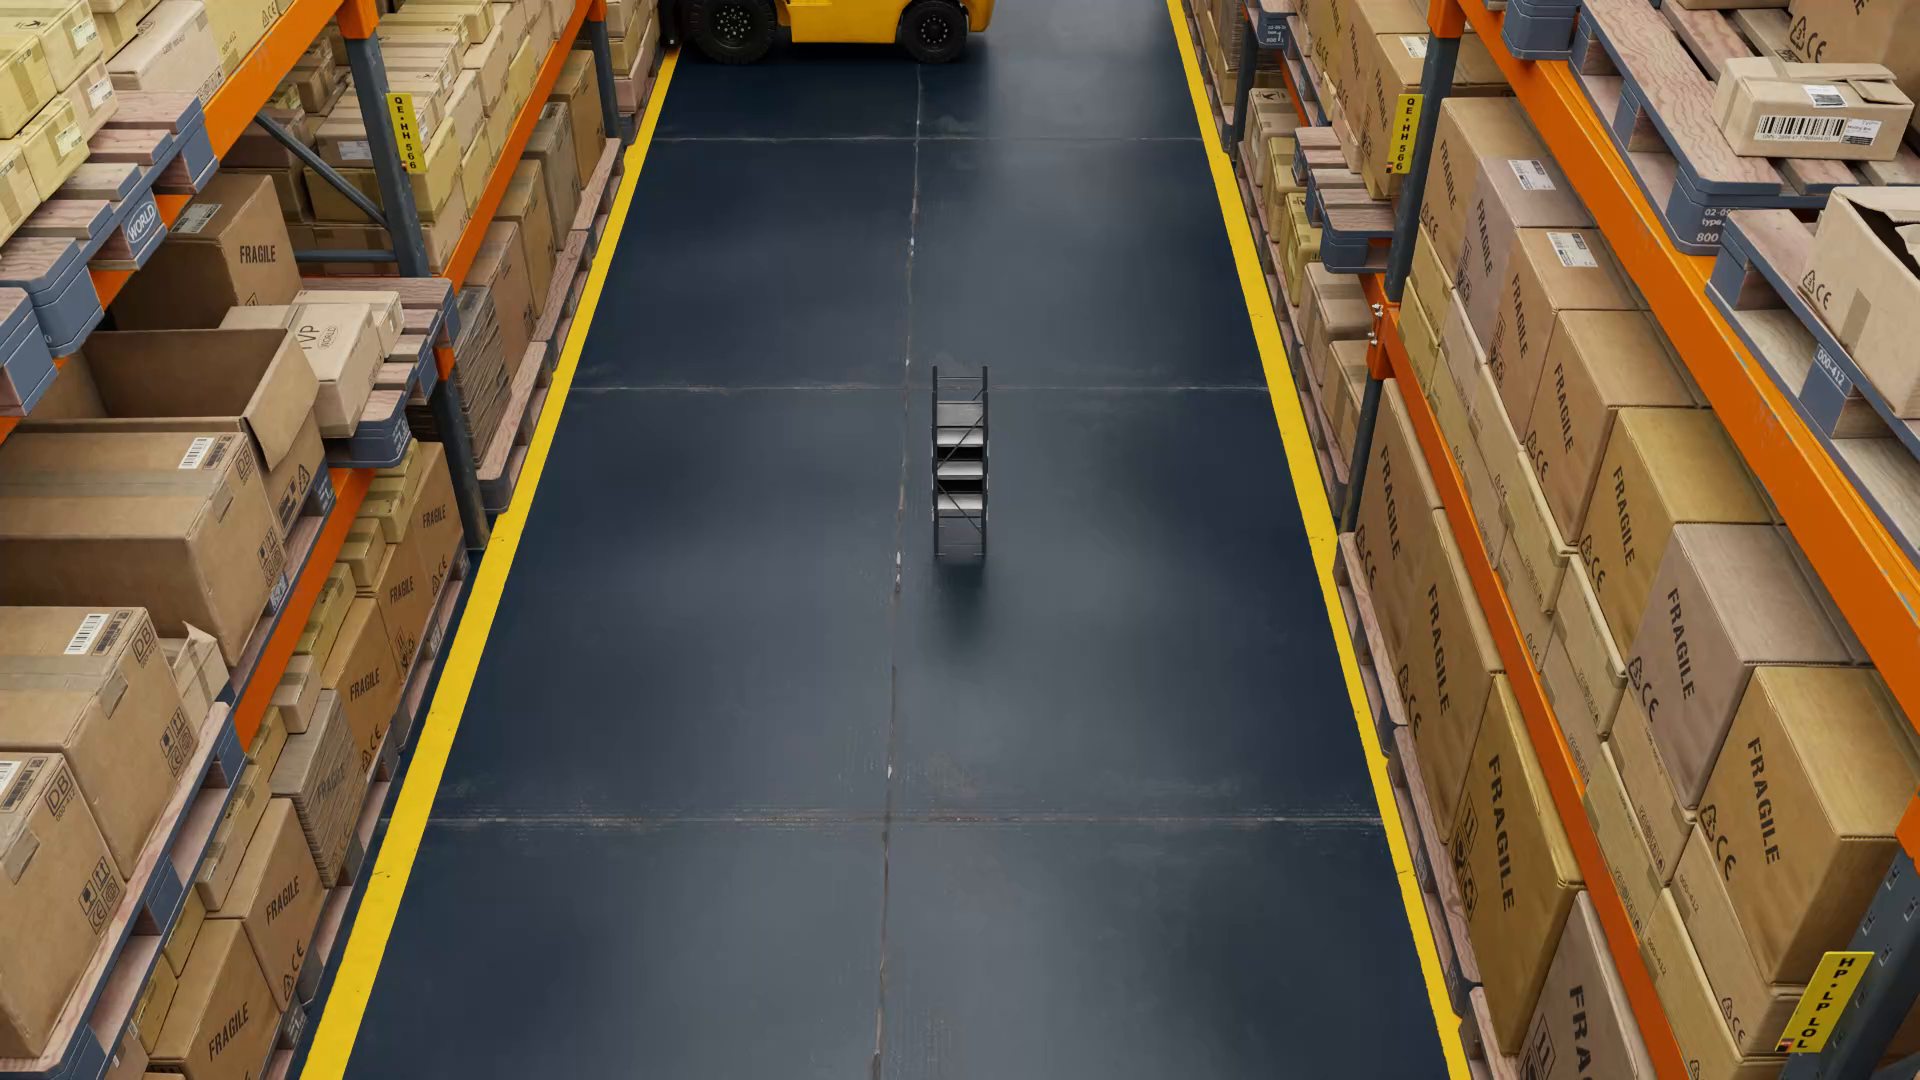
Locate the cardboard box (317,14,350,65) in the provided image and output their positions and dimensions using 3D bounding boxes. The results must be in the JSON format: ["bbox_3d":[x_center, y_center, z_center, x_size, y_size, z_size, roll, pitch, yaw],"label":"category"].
[{"bbox_3d":[-2.941,-2.290,7.611,0.380,0.149,0.250,0,39,0],"label":"cardboard box"}]

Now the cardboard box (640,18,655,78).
[{"bbox_3d":[-2.384,-3.365,11.414,0.500,0.250,0.500,-1,39,-1],"label":"cardboard box"}]

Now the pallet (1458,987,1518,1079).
[{"bbox_3d":[2.198,1.949,5.150,1.003,0.211,1.213,0,39,0],"label":"pallet"}]

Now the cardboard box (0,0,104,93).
[{"bbox_3d":[-2.312,-1.193,3.988,0.380,0.149,0.250,0,39,0],"label":"cardboard box"}]

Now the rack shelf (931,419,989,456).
[{"bbox_3d":[0.000,-0.461,7.371,0.258,0.077,0.200,0,39,0],"label":"rack shelf"}]

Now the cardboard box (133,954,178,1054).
[{"bbox_3d":[-2.513,1.349,4.812,0.380,0.149,0.250,-2,39,-2],"label":"cardboard box"}]

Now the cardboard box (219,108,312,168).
[{"bbox_3d":[-2.897,-1.648,6.809,0.380,0.149,0.250,1,39,1],"label":"cardboard box"}]

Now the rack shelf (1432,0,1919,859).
[{"bbox_3d":[2.272,-0.798,4.523,1.077,0.370,4.000,0,39,0],"label":"rack shelf"}]

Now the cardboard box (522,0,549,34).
[{"bbox_3d":[-2.440,-2.842,8.618,0.500,0.250,0.500,1,39,1],"label":"cardboard box"}]

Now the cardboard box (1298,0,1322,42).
[{"bbox_3d":[1.978,-2.742,8.119,0.500,0.500,0.500,-2,39,-2],"label":"cardboard box"}]

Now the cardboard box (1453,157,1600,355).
[{"bbox_3d":[2.036,-0.969,5.681,0.500,0.500,0.500,0,39,0],"label":"cardboard box"}]

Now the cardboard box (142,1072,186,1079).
[{"bbox_3d":[-2.465,1.858,4.696,0.500,0.500,0.500,2,39,2],"label":"cardboard box"}]

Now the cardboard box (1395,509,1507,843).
[{"bbox_3d":[2.184,0.497,6.095,0.875,0.875,0.875,0,39,1],"label":"cardboard box"}]

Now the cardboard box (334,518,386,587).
[{"bbox_3d":[-2.453,0.050,6.433,0.380,0.149,0.250,-1,39,-2],"label":"cardboard box"}]

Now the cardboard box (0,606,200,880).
[{"bbox_3d":[-2.467,0.519,4.287,0.700,0.500,0.500,0,39,0],"label":"cardboard box"}]

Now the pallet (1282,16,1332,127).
[{"bbox_3d":[2.226,-2.321,8.402,1.003,0.211,1.213,0,39,0],"label":"pallet"}]

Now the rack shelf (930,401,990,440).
[{"bbox_3d":[0.000,-0.531,7.314,0.258,0.077,0.200,0,39,0],"label":"rack shelf"}]

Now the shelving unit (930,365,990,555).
[{"bbox_3d":[0.000,-0.346,7.462,0.258,0.900,0.210,0,39,0],"label":"shelving unit"}]

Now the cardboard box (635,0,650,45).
[{"bbox_3d":[-2.393,-3.558,11.254,0.500,0.250,0.500,0,39,0],"label":"cardboard box"}]

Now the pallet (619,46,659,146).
[{"bbox_3d":[-2.658,-3.063,11.404,1.003,0.211,1.213,0,39,0],"label":"pallet"}]

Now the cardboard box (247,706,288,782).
[{"bbox_3d":[-2.518,0.697,5.625,0.380,0.149,0.250,0,39,0],"label":"cardboard box"}]

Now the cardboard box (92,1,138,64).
[{"bbox_3d":[-2.478,-1.394,4.493,0.380,0.149,0.250,1,39,1],"label":"cardboard box"}]

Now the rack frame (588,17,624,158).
[{"bbox_3d":[-2.699,-3.654,9.911,1.000,3.000,0.127,0,39,0],"label":"rack frame"}]

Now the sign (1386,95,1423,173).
[{"bbox_3d":[1.727,-1.573,6.452,0.100,0.325,0.005,0,39,0],"label":"sign"}]

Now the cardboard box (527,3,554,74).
[{"bbox_3d":[-2.461,-2.656,8.785,0.500,0.250,0.500,0,39,0],"label":"cardboard box"}]

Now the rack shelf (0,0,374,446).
[{"bbox_3d":[-2.692,-0.792,4.516,1.077,0.370,4.000,0,39,0],"label":"rack shelf"}]

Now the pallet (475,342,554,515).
[{"bbox_3d":[-2.656,-0.579,8.304,1.003,0.211,1.213,0,39,0],"label":"pallet"}]

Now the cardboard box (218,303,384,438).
[{"bbox_3d":[-2.369,-0.598,5.882,0.500,0.250,0.500,-2,39,-2],"label":"cardboard box"}]

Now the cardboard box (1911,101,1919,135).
[{"bbox_3d":[2.622,-1.082,4.074,0.396,0.266,0.258,3,39,4],"label":"cardboard box"}]

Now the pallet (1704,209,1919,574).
[{"bbox_3d":[2.224,-0.326,3.513,0.805,0.209,1.217,-1,39,-2],"label":"pallet"}]

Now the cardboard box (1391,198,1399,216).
[{"bbox_3d":[2.034,-1.429,7.000,0.380,0.149,0.250,1,39,2],"label":"cardboard box"}]

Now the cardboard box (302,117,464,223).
[{"bbox_3d":[-2.426,-1.567,7.027,0.500,0.250,0.500,0,39,0],"label":"cardboard box"}]

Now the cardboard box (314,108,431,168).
[{"bbox_3d":[-2.400,-1.644,6.804,0.380,0.149,0.250,1,39,1],"label":"cardboard box"}]

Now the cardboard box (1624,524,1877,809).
[{"bbox_3d":[2.014,0.311,4.084,0.500,0.500,0.500,1,39,1],"label":"cardboard box"}]

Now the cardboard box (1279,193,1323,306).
[{"bbox_3d":[2.275,-1.586,9.096,0.950,0.372,0.625,1,39,1],"label":"cardboard box"}]

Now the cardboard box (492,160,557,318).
[{"bbox_3d":[-2.691,-1.609,8.923,0.875,0.625,0.625,-2,39,-2],"label":"cardboard box"}]

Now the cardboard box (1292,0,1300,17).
[{"bbox_3d":[1.976,-2.886,8.817,0.380,0.149,0.250,1,39,1],"label":"cardboard box"}]

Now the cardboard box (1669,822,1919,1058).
[{"bbox_3d":[2.030,0.931,3.910,0.500,0.250,0.500,0,39,0],"label":"cardboard box"}]

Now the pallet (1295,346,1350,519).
[{"bbox_3d":[2.270,-0.559,8.279,1.003,0.211,1.213,0,39,0],"label":"pallet"}]

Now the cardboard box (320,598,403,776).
[{"bbox_3d":[-2.486,0.564,6.311,0.500,0.500,0.500,2,39,2],"label":"cardboard box"}]

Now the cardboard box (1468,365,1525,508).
[{"bbox_3d":[2.011,-0.343,5.500,0.500,0.250,0.500,0,39,0],"label":"cardboard box"}]

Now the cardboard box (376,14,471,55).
[{"bbox_3d":[-2.471,-2.292,7.613,0.380,0.149,0.250,0,39,0],"label":"cardboard box"}]

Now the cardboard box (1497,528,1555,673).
[{"bbox_3d":[2.035,0.164,5.267,0.500,0.250,0.500,0,39,0],"label":"cardboard box"}]

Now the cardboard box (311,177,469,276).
[{"bbox_3d":[-2.450,-1.372,7.183,0.500,0.250,0.500,0,39,0],"label":"cardboard box"}]

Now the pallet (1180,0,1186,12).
[{"bbox_3d":[2.226,-4.518,13.218,1.003,0.211,1.213,0,39,0],"label":"pallet"}]

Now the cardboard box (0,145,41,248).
[{"bbox_3d":[-2.296,-0.752,3.677,0.380,0.149,0.250,0,39,-1],"label":"cardboard box"}]

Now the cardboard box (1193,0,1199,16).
[{"bbox_3d":[1.991,-4.087,12.314,0.500,0.250,0.500,2,39,3],"label":"cardboard box"}]

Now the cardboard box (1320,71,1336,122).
[{"bbox_3d":[1.909,-2.084,7.817,0.380,0.149,0.250,1,39,1],"label":"cardboard box"}]

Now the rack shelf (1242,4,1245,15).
[{"bbox_3d":[2.262,-4.630,11.704,1.077,0.370,4.000,0,39,0],"label":"rack shelf"}]

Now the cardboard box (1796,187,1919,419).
[{"bbox_3d":[2.063,-0.508,3.322,0.500,0.311,0.500,0,39,0],"label":"cardboard box"}]
